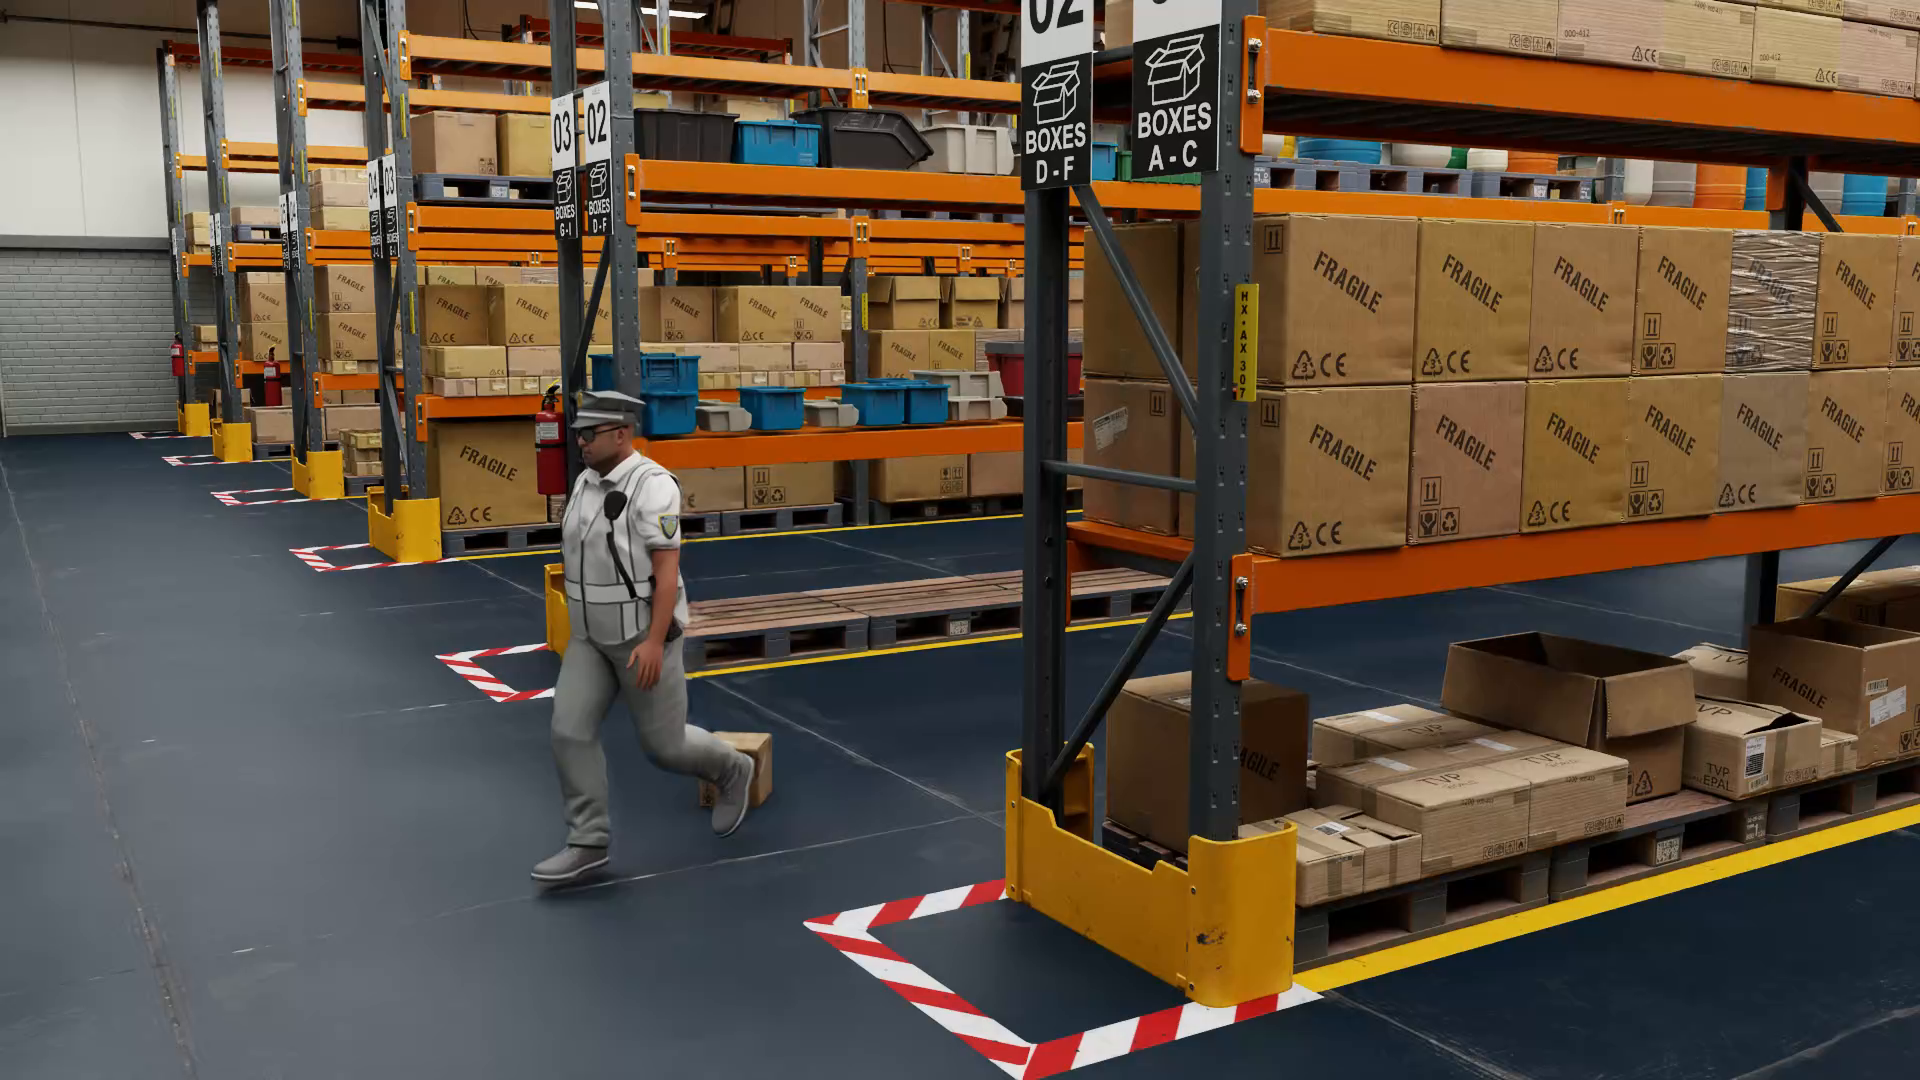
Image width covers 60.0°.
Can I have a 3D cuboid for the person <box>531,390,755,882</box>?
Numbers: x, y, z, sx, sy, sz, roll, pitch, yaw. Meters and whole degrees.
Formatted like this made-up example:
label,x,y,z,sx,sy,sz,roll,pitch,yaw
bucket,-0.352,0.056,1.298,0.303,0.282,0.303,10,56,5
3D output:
label,x,y,z,sx,sy,sz,roll,pitch,yaw
person,-1.165,0.315,5.984,0.538,1.708,0.885,5,10,34
